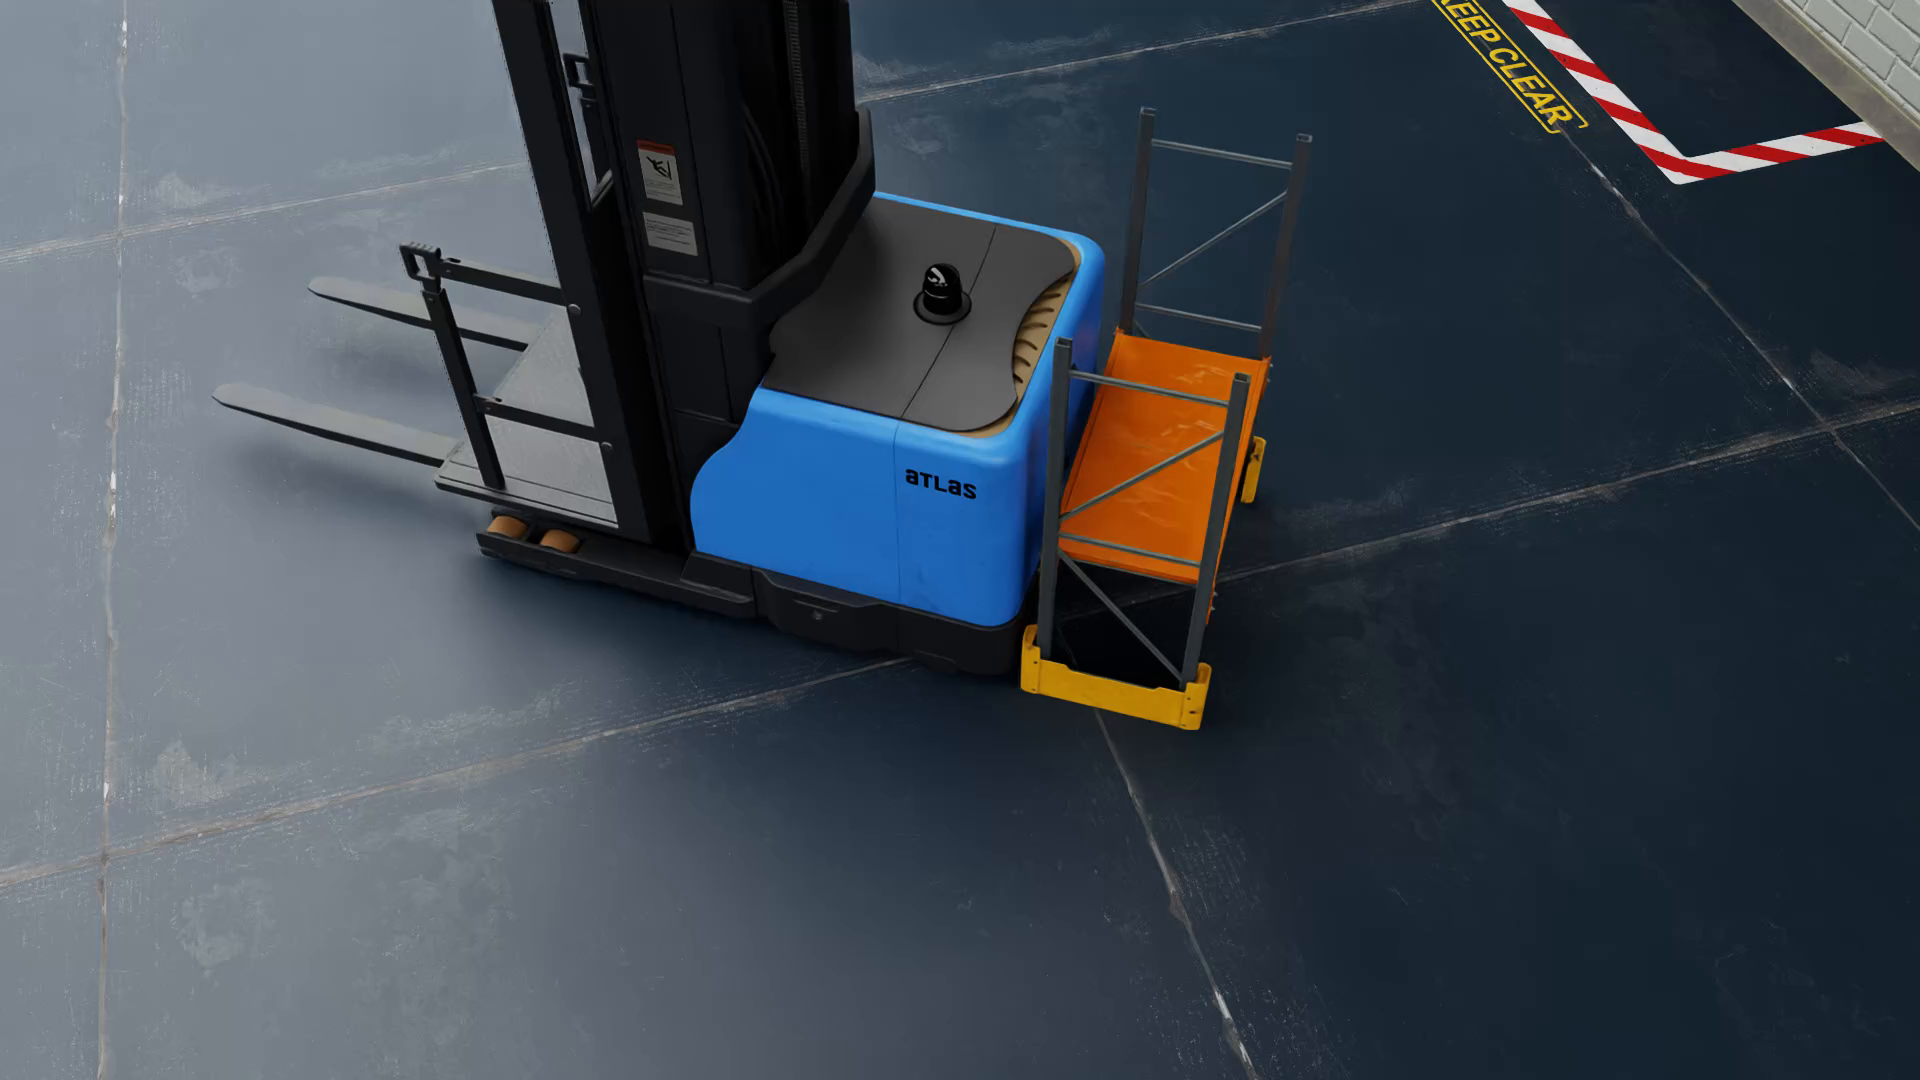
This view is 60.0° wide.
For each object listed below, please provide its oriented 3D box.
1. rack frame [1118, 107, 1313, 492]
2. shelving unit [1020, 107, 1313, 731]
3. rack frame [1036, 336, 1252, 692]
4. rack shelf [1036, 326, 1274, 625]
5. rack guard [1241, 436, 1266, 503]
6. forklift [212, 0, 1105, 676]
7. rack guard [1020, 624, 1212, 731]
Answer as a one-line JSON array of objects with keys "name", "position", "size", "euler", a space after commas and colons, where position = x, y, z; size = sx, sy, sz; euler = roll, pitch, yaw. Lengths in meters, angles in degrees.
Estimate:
[{"name": "rack frame", "position": [0.766, -0.716, 5.373], "size": [0.500, 1.500, 0.032], "euler": [13, 51, 10]}, {"name": "shelving unit", "position": [0.621, -0.336, 5.053], "size": [0.587, 1.500, 1.083], "euler": [13, 51, 10]}, {"name": "rack frame", "position": [0.482, 0.030, 4.744], "size": [0.500, 1.500, 0.032], "euler": [13, 51, 10]}, {"name": "rack shelf", "position": [0.624, -0.227, 5.196], "size": [0.538, 0.185, 1.000], "euler": [13, 51, 10]}, {"name": "rack guard", "position": [0.761, -0.299, 5.839], "size": [0.587, 0.250, 0.087], "euler": [13, 51, 10]}, {"name": "forklift", "position": [-1.111, -1.190, 4.836], "size": [3.031, 2.935, 1.130], "euler": [14, 51, 12]}, {"name": "rack guard", "position": [0.482, 0.432, 5.222], "size": [0.587, 0.250, 0.087], "euler": [13, 51, 10]}]
